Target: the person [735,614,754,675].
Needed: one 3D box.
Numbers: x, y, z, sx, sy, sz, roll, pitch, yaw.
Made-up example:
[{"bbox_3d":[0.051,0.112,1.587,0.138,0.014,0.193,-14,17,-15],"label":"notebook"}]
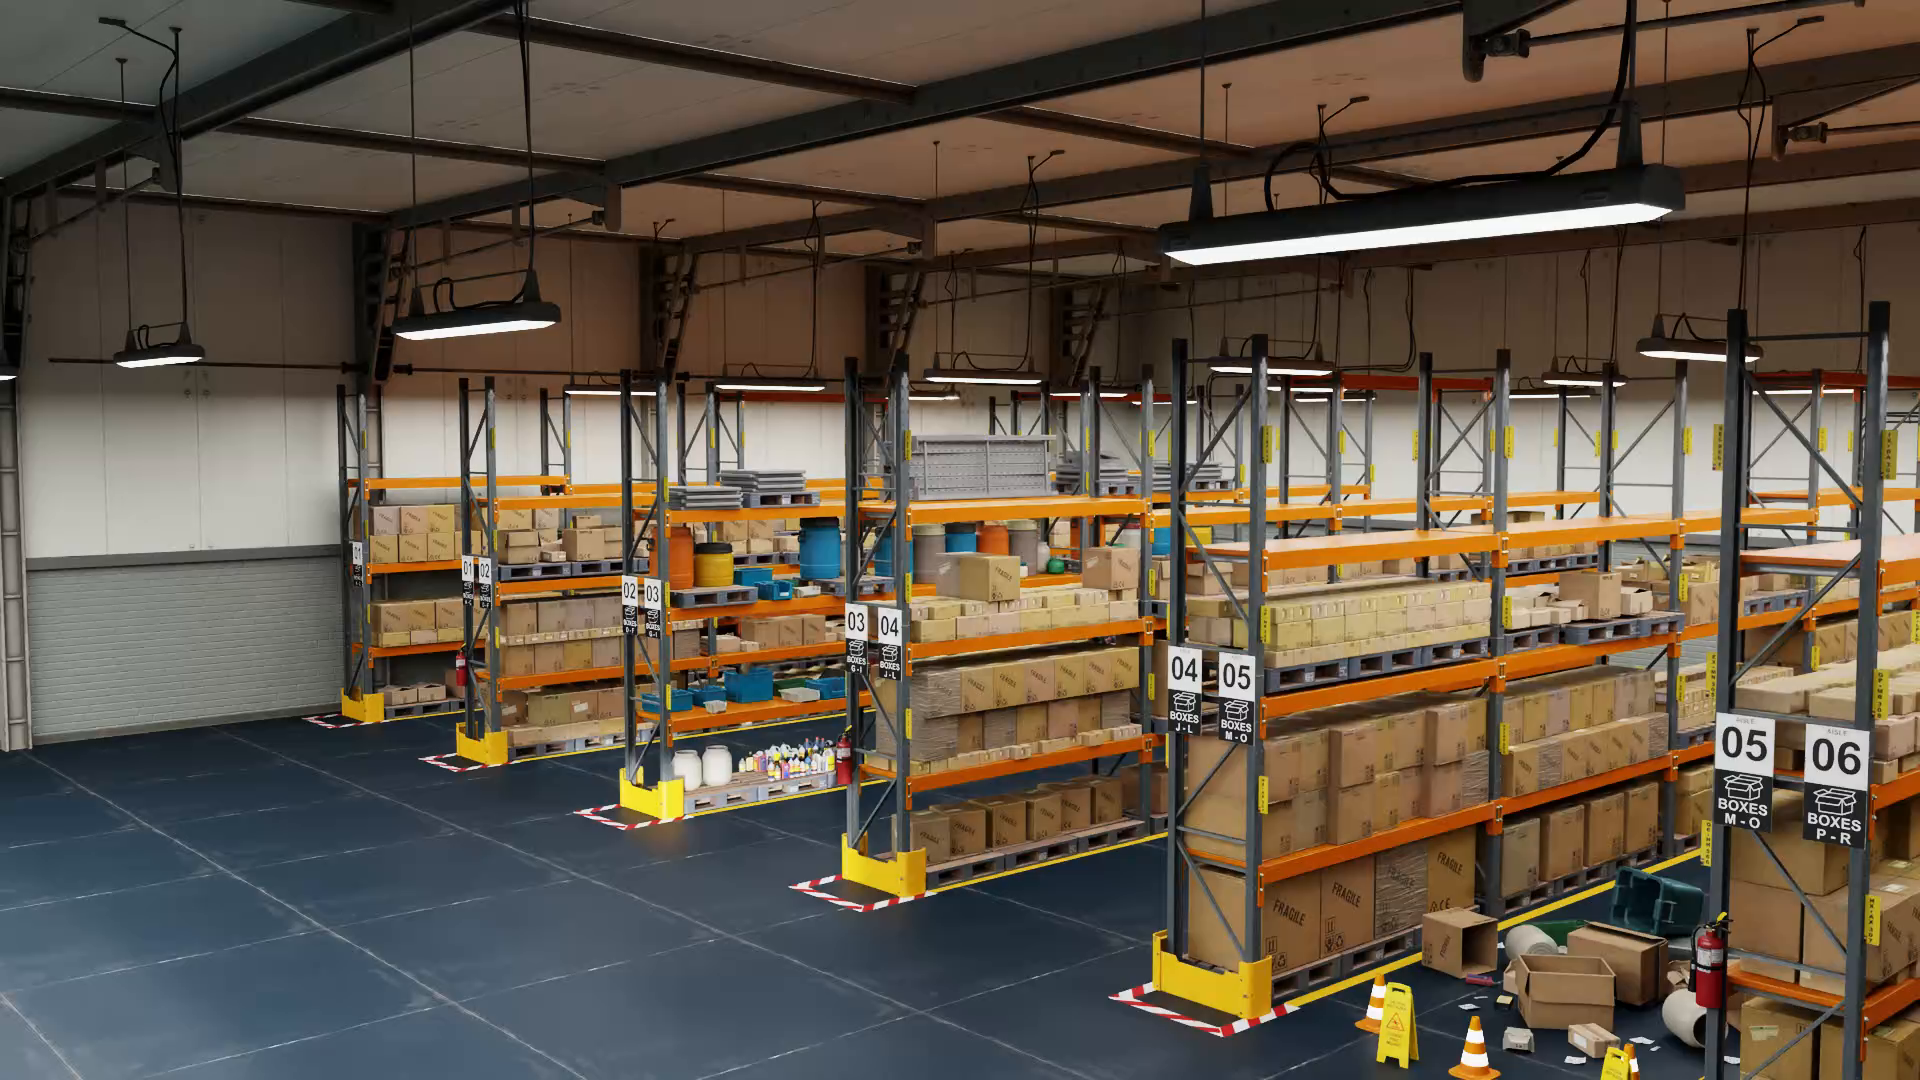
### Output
[{"bbox_3d":[-4.094,2.204,32.086,0.638,1.785,0.765,3,5,41],"label":"person"}]
